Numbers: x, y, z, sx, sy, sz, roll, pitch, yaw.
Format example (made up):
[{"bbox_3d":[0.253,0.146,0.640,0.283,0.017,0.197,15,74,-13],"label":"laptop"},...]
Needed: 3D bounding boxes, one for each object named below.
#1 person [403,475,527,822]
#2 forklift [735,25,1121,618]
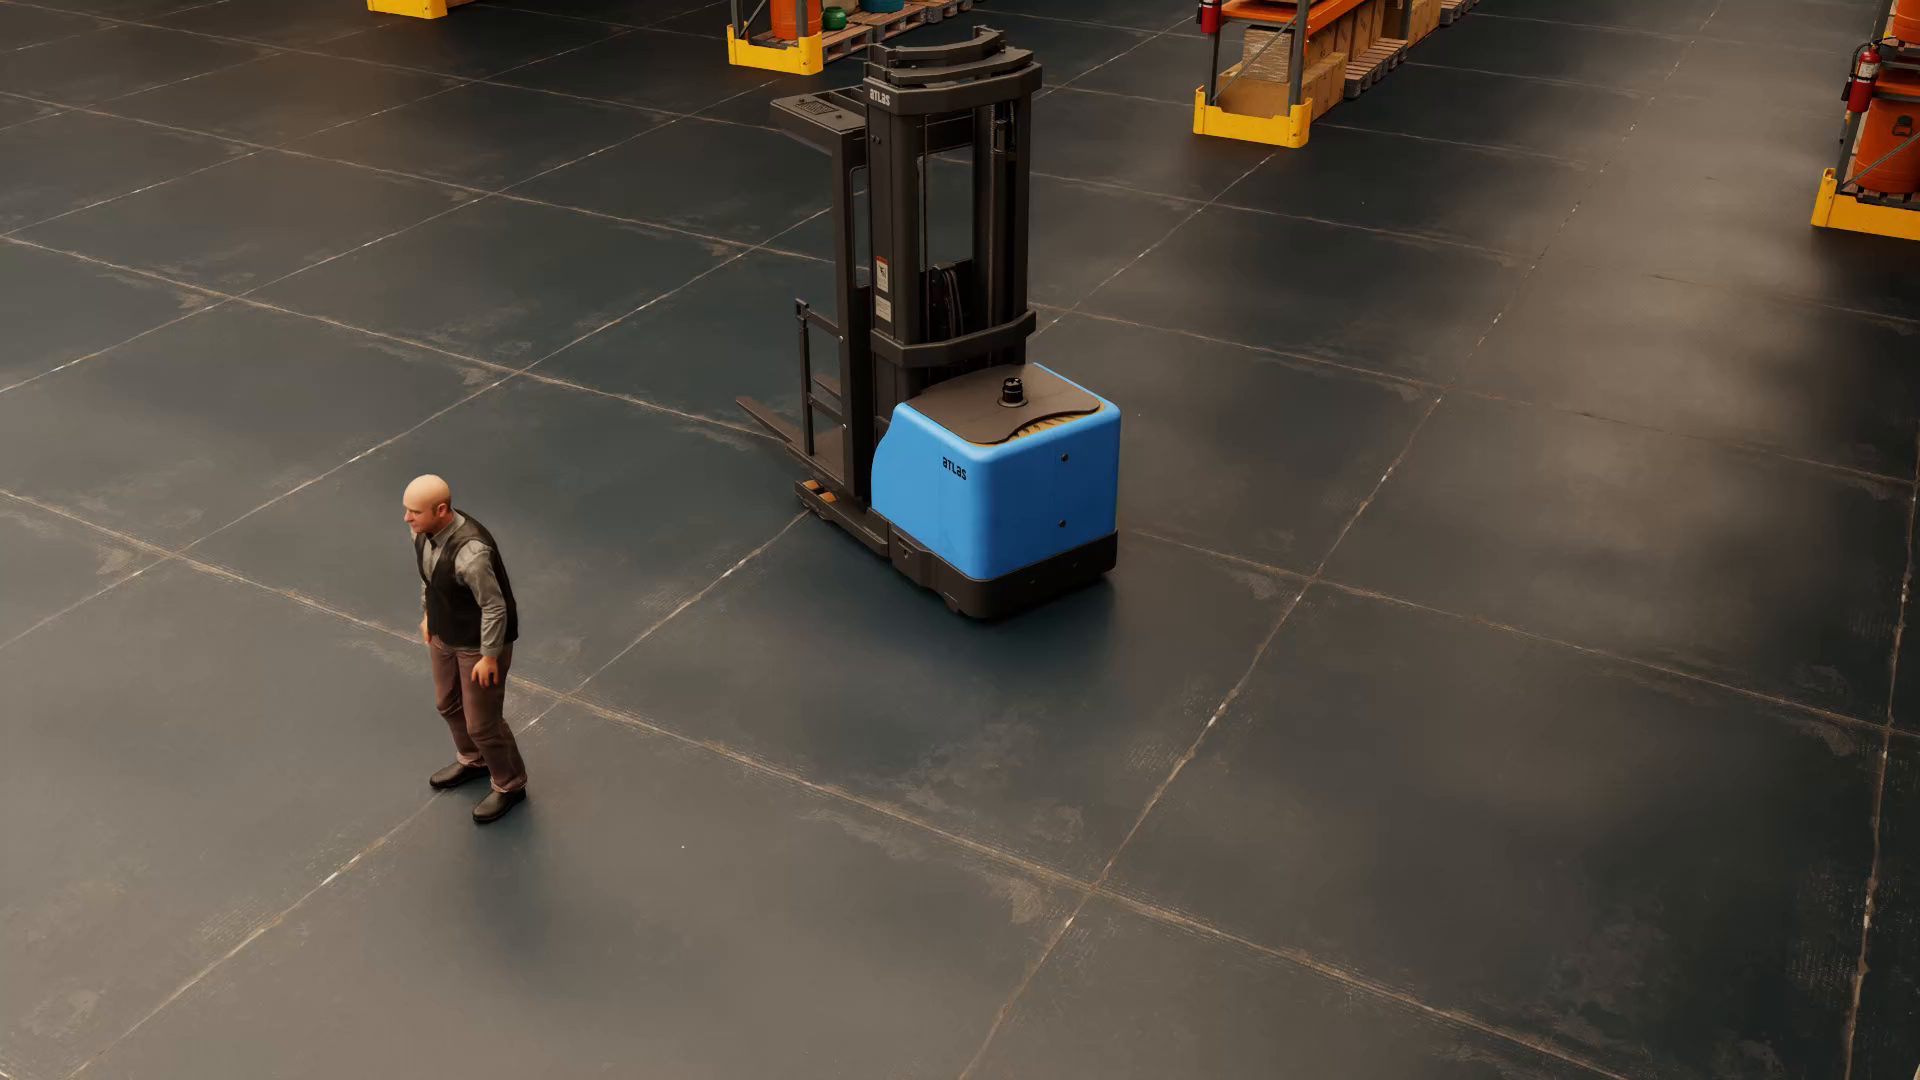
[{"bbox_3d":[-2.218,0.447,7.509,0.580,1.720,0.421,26,39,38],"label":"person"},{"bbox_3d":[-0.366,-1.523,9.709,1.130,2.935,3.031,-20,35,-30],"label":"forklift"}]
